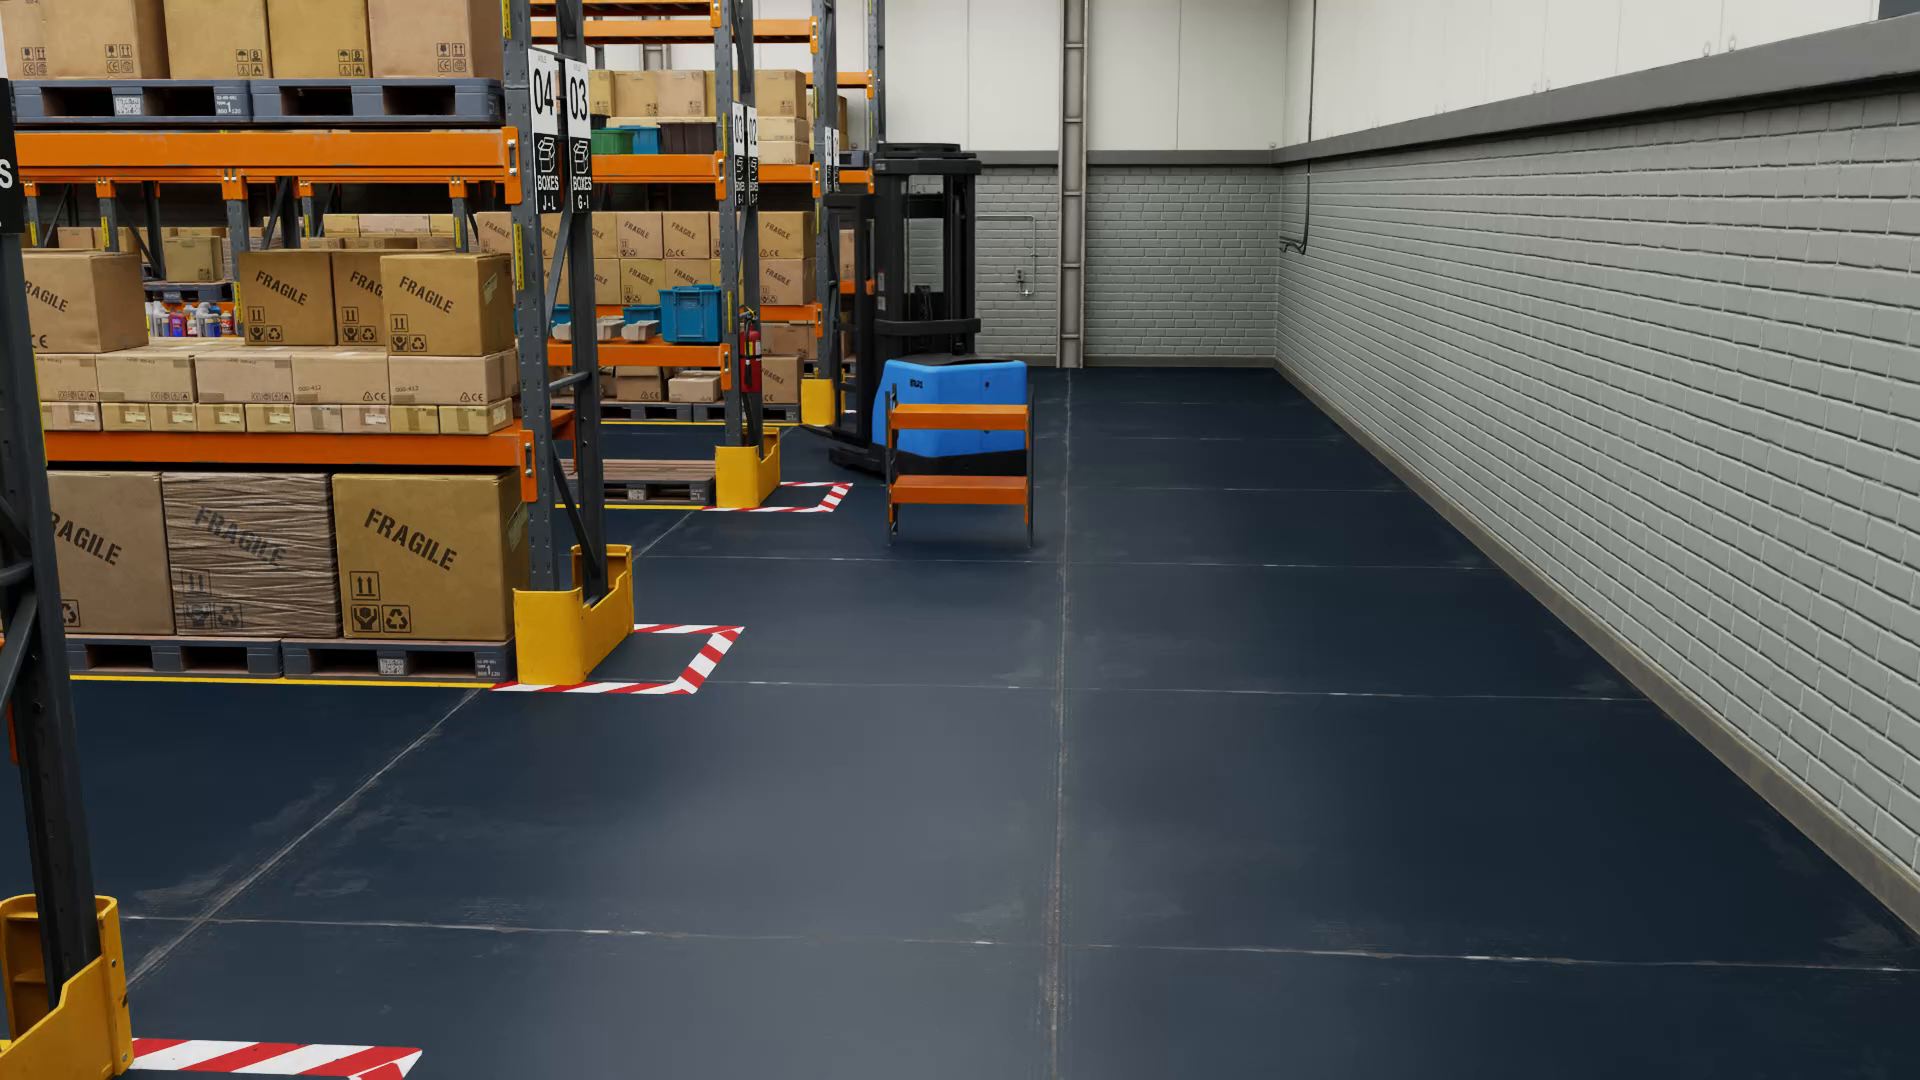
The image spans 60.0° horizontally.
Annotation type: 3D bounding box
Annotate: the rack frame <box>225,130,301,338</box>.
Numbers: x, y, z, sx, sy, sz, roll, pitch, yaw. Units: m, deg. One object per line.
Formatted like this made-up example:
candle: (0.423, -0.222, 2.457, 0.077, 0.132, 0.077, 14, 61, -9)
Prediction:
rack frame: (-5.795, -1.898, 14.017, 0.127, 3.000, 1.000, 1, 12, 4)

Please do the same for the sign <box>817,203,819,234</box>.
sign: (-1.526, -3.464, 17.901, 0.005, 0.325, 0.100, 1, 12, 4)

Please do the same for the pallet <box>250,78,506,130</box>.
pallet: (-2.876, -2.265, 8.659, 1.213, 0.211, 1.003, 1, 12, 4)

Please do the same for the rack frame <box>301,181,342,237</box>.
rack frame: (-9.124, -3.977, 23.954, 0.127, 3.000, 1.000, 1, 12, 4)

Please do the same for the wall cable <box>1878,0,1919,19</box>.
wall cable: (3.277, -4.561, 4.239, 0.120, 5.999, 2.277, 1, 12, 4)

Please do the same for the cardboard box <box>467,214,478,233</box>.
cardboard box: (-6.635, -4.464, 23.430, 0.500, 0.250, 0.500, 1, 12, 5)

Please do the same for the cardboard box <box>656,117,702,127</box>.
cardboard box: (-2.996, -4.464, 18.103, 0.500, 0.250, 0.500, 1, 12, 4)

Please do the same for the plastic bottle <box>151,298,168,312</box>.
plastic bottle: (-6.724, -1.849, 13.904, 0.185, 0.351, 0.144, 1, 12, 4)

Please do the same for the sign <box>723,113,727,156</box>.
sign: (-1.825, -3.148, 12.921, 0.005, 0.325, 0.100, 1, 12, 4)

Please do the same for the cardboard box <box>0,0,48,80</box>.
cardboard box: (-4.805, -2.651, 8.777, 0.500, 0.500, 0.700, 1, 12, 7)

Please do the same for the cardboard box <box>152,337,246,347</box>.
cardboard box: (-4.137, -0.985, 9.291, 0.500, 0.250, 0.500, 1, 12, 3)

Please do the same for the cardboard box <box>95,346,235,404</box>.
cardboard box: (-4.170, -0.877, 8.773, 0.500, 0.250, 0.500, 1, 12, 4)

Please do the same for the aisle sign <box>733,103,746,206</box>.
aisle sign: (-1.752, -3.055, 13.198, 0.004, 0.787, 0.394, 1, 12, 4)

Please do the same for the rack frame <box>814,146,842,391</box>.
rack frame: (-1.469, -2.855, 18.593, 0.127, 3.000, 1.000, 1, 12, 4)

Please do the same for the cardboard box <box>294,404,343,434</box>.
cardboard box: (-3.272, -0.657, 8.696, 0.250, 0.149, 0.380, 1, 12, 5)

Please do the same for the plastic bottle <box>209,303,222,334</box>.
plastic bottle: (-6.479, -1.929, 14.476, 0.097, 0.271, 0.097, 0, 12, 0)

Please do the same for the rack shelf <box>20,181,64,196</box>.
rack shelf: (-15.111, -5.175, 24.113, 4.000, 0.370, 1.077, 1, 12, 4)

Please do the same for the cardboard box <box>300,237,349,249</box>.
cardboard box: (-7.227, -3.176, 18.856, 0.500, 0.500, 0.700, -2, 12, -11)

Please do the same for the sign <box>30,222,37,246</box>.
sign: (-13.144, -4.344, 23.597, 0.005, 0.325, 0.100, 1, 12, 4)

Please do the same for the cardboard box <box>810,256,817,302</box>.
cardboard box: (-1.894, -2.964, 18.869, 0.500, 0.500, 0.500, 1, 12, 5)

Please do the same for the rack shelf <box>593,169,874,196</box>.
rack shelf: (-3.137, -5.011, 23.328, 4.000, 0.370, 1.077, 1, 12, 4)

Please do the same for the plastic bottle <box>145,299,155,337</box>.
plastic bottle: (-6.734, -1.820, 13.763, 0.185, 0.351, 0.144, 1, 12, 4)

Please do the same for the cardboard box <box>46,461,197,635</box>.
cardboard box: (-4.575, -0.014, 9.174, 0.875, 0.875, 0.875, 1, 12, 4)

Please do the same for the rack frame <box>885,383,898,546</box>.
rack frame: (-0.500, -0.557, 12.186, 0.032, 1.125, 0.500, 1, 12, 4)

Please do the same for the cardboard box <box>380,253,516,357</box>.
cardboard box: (-2.639, -1.224, 8.602, 0.500, 0.500, 0.500, 1, 12, 4)

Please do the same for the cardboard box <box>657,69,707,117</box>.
cardboard box: (-2.982, -4.875, 18.234, 0.500, 0.500, 0.700, 1, 12, 4)

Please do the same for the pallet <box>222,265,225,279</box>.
pallet: (-9.842, -3.871, 23.916, 1.003, 0.211, 1.213, 1, 12, 4)

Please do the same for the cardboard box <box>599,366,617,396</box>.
cardboard box: (-4.125, -1.849, 19.275, 0.500, 0.311, 0.500, 1, 12, 4)

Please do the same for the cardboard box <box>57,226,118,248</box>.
cardboard box: (-12.610, -4.282, 24.094, 0.500, 0.500, 0.700, 1, 12, 4)

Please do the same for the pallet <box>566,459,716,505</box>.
pallet: (-2.624, -0.498, 14.133, 1.213, 0.211, 1.003, 1, 12, 4)

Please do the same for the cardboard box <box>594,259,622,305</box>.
cardboard box: (-3.960, -2.883, 18.479, 0.500, 0.500, 0.500, 1, 12, 3)

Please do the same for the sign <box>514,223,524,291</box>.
sign: (-2.185, -1.404, 8.246, 0.005, 0.325, 0.100, 1, 12, 4)

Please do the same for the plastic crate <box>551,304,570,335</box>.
plastic crate: (-3.342, -1.880, 14.190, 0.300, 0.233, 0.416, 1, 12, 4)

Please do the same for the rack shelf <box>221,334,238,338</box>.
rack shelf: (-7.791, -1.574, 14.222, 4.000, 0.370, 1.077, 1, 12, 4)

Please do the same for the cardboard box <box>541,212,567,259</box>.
cardboard box: (-4.494, -3.378, 18.403, 0.500, 0.500, 0.500, 0, 12, 2)

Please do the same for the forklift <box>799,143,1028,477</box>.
forklift: (-0.576, -2.143, 15.353, 1.130, 2.935, 3.031, -7, 14, -30)

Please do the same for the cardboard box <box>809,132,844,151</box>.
cardboard box: (-1.890, -5.473, 22.875, 0.500, 0.250, 0.500, 1, 12, 5)

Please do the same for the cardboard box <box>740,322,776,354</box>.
cardboard box: (-2.848, -2.852, 23.657, 0.500, 0.500, 0.700, 0, 12, 2)

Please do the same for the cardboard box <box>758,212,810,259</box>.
cardboard box: (-1.932, -3.344, 18.241, 0.500, 0.500, 0.500, 1, 12, 3)

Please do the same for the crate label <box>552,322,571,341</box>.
crate label: (-3.197, -1.724, 13.680, 0.243, 0.136, 0.396, 1, 12, 4)

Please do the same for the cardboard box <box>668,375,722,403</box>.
cardboard box: (-2.974, -1.701, 18.716, 0.500, 0.250, 0.500, 1, 12, 4)

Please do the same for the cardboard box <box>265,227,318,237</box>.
cardboard box: (-9.594, -4.246, 23.920, 0.500, 0.500, 0.700, -1, 12, -3)

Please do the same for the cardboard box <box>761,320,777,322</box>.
cardboard box: (-2.718, -3.209, 23.778, 0.250, 0.149, 0.380, 1, 12, 5)

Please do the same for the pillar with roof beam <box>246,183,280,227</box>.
pillar with roof beam: (-10.651, -6.228, 20.065, 0.400, 9.000, 9.100, 1, 12, 4)

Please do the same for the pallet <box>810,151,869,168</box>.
pallet: (-1.883, -5.300, 23.171, 1.213, 0.211, 1.003, 1, 12, 4)

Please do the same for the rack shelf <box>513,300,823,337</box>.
rack shelf: (-3.465, -2.531, 18.797, 4.000, 0.370, 1.077, 1, 12, 4)

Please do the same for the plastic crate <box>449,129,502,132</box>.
plastic crate: (-3.995, -3.347, 13.907, 0.530, 0.282, 0.437, 1, 12, 4)

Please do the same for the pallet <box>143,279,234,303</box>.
pallet: (-8.770, -2.876, 19.160, 1.003, 0.211, 1.213, 1, 12, 4)

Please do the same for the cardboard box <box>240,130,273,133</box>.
cardboard box: (-7.986, -4.469, 18.736, 0.500, 0.500, 0.910, 1, 12, 4)

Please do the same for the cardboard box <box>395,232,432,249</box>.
cardboard box: (-7.640, -4.106, 23.553, 0.500, 0.500, 0.500, 1, 12, 4)

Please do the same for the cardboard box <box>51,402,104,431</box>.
cardboard box: (-4.560, -0.674, 8.777, 0.250, 0.149, 0.380, 1, 12, 4)

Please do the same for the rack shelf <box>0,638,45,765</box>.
rack shelf: (-4.563, 0.505, 4.285, 4.000, 0.370, 1.077, 1, 12, 4)

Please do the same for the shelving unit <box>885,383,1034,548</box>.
shelving unit: (0.007, -0.550, 12.152, 1.048, 1.125, 0.538, 1, 12, 4)

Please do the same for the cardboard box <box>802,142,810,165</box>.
cardboard box: (-1.965, -4.309, 18.583, 0.500, 0.250, 0.500, 1, 12, 4)
